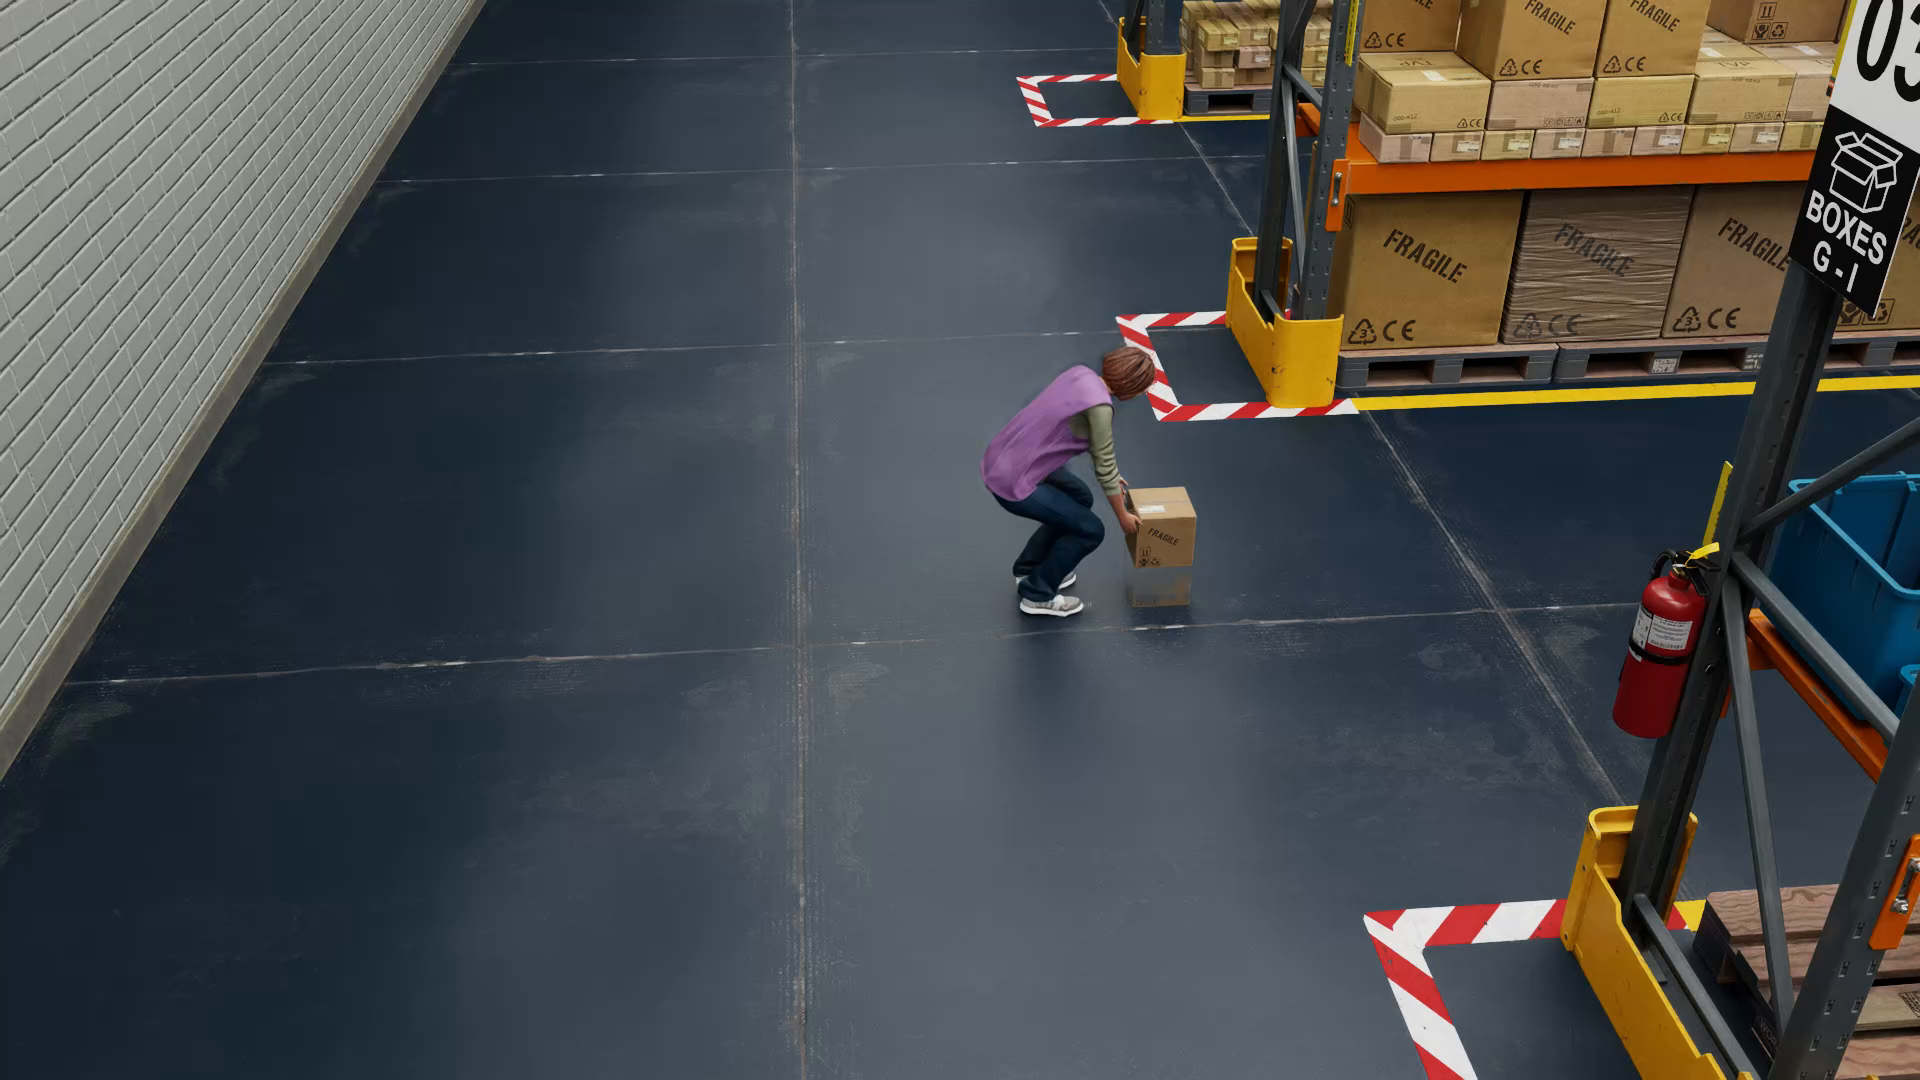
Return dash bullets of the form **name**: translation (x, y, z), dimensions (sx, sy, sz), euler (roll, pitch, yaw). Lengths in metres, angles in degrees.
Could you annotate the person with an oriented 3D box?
- **person**: translation (0.439, -0.258, 6.997), dimensions (0.721, 1.148, 0.464), euler (-2, 32, -4)
